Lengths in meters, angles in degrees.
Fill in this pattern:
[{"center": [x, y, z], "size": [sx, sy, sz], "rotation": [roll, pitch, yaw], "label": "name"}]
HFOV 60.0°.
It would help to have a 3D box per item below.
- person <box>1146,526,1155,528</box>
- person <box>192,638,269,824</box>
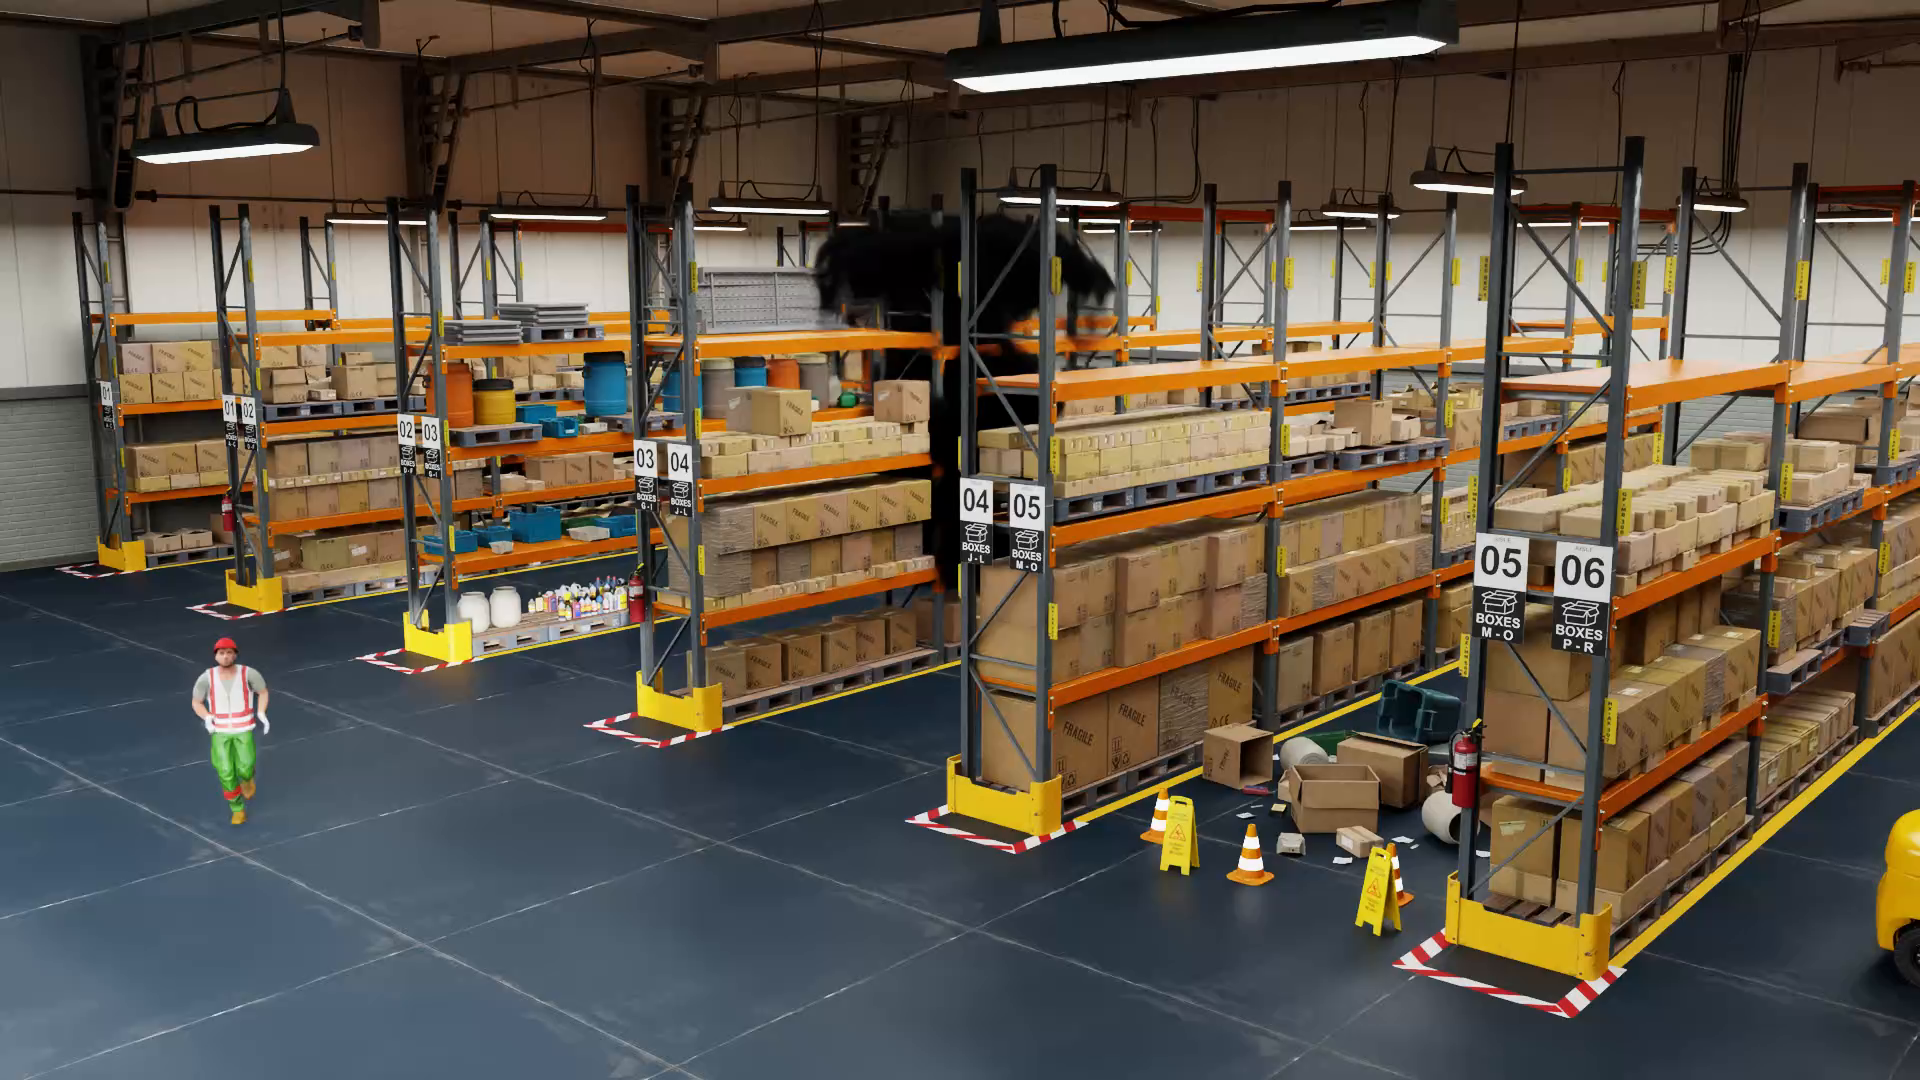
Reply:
[{"center": [2.250, 0.350, 22.116], "size": [0.650, 1.837, 0.817], "rotation": [7, 12, 35], "label": "person"}, {"center": [-6.779, 1.764, 15.483], "size": [0.657, 1.741, 0.600], "rotation": [-4, 10, -21], "label": "person"}]
